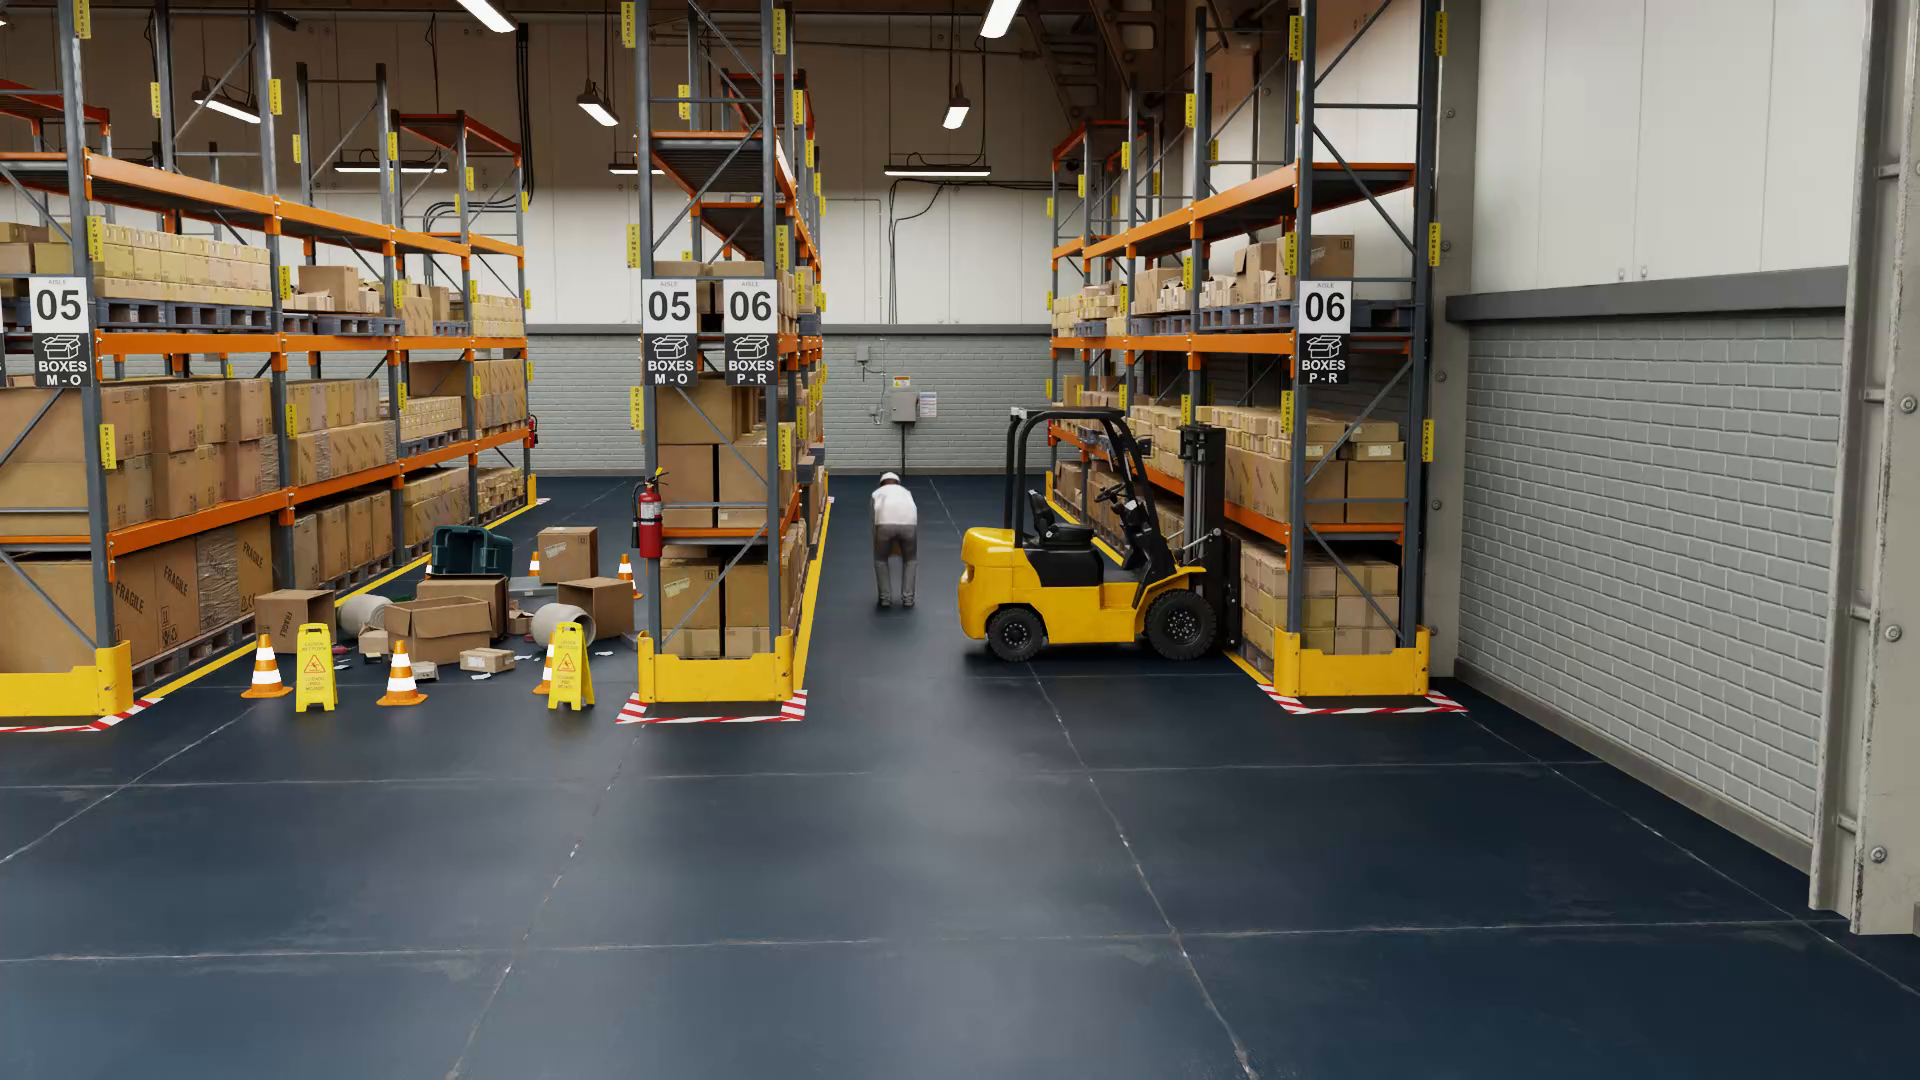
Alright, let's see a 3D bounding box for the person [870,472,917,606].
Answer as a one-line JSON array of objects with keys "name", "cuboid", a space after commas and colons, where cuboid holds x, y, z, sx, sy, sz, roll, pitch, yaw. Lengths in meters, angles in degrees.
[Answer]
[{"name": "person", "cuboid": [-0.707, -0.016, 17.557, 0.475, 1.352, 0.936, -1, 7, -6]}]
